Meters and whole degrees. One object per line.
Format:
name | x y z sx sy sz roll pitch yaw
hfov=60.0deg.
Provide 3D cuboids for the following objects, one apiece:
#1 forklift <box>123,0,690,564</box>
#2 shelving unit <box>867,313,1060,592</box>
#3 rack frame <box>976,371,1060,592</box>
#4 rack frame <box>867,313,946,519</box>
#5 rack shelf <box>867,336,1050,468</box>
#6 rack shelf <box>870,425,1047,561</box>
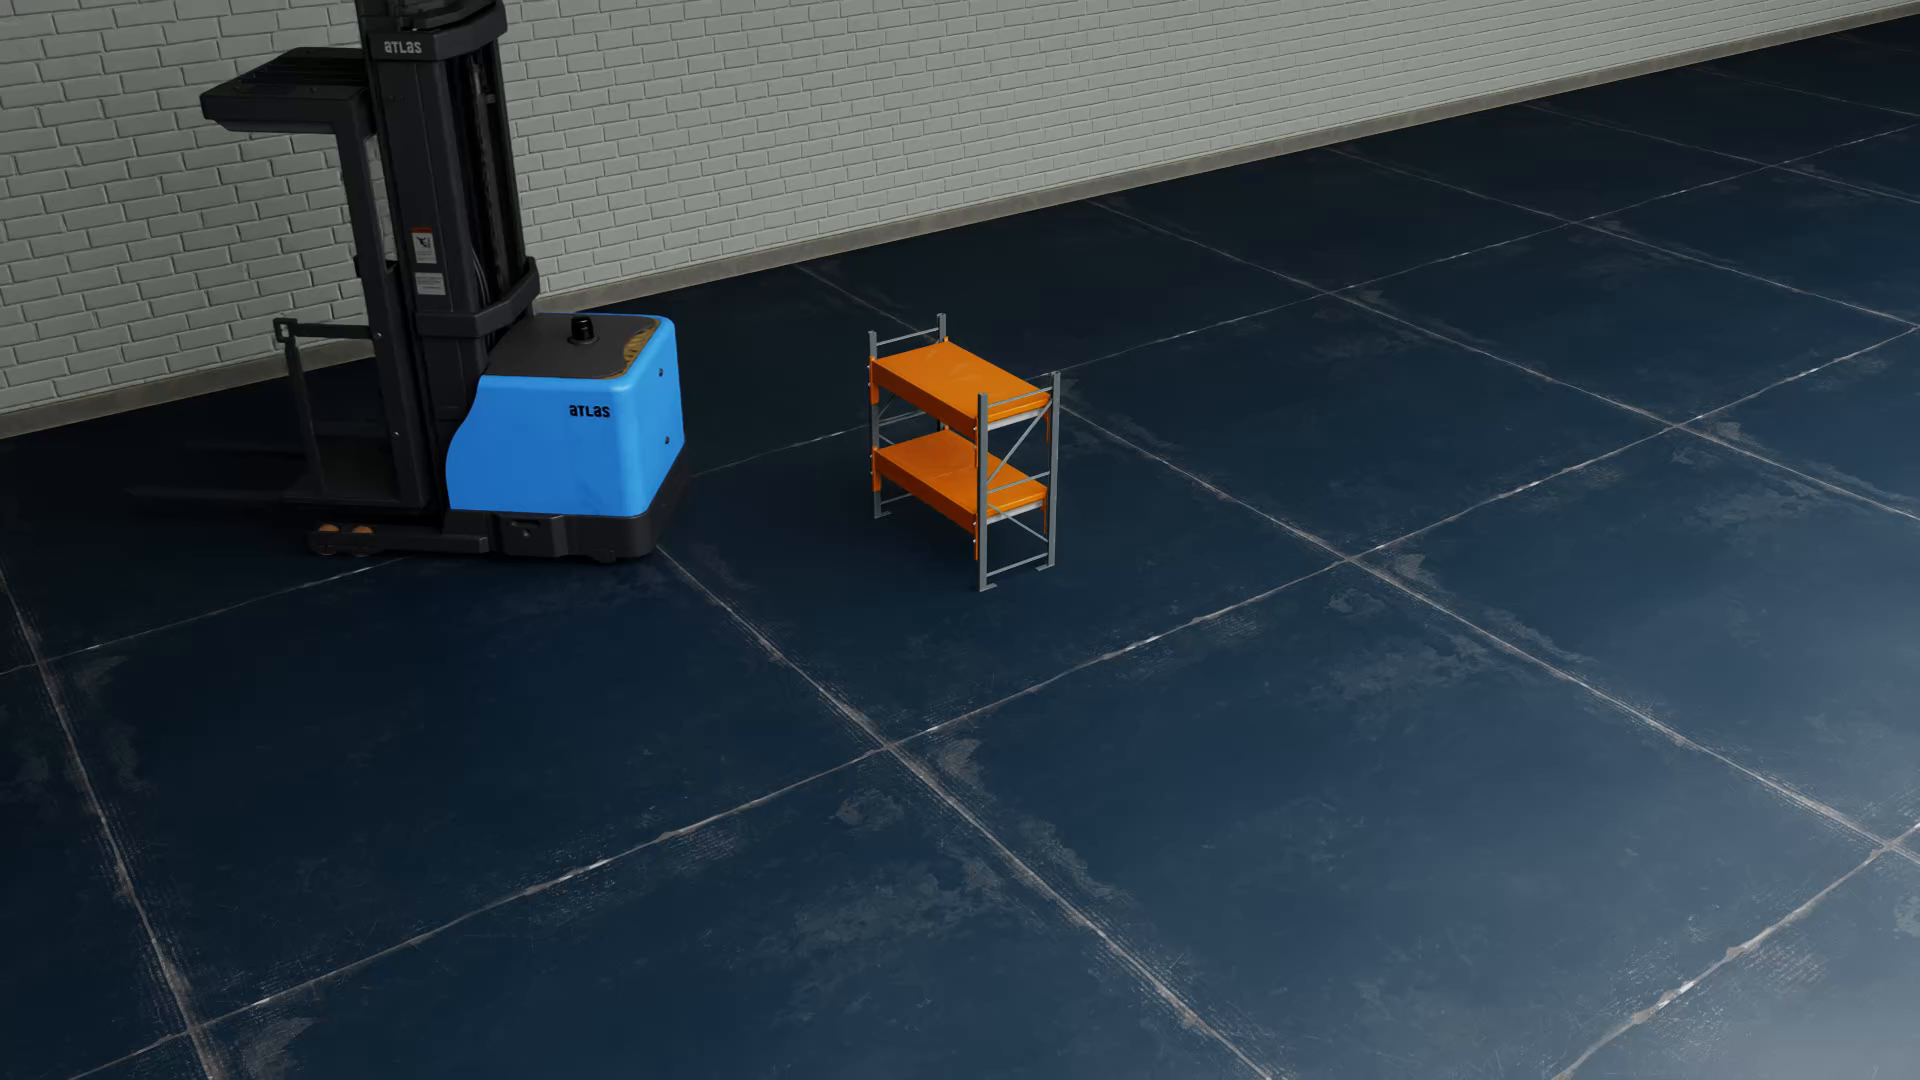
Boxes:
forklift | -3.130 -1.443 8.836 3.031 2.935 1.130 3 29 5
shelving unit | 0.004 -0.492 8.977 0.538 1.125 1.048 -19 34 -31
rack frame | 0.299 -0.294 8.613 0.500 1.125 0.032 -19 34 -31
rack frame | -0.291 -0.689 9.341 0.500 1.125 0.032 -19 34 -31
rack shelf | 0.004 -0.749 8.837 0.538 0.278 1.000 -19 34 -31
rack shelf | 0.004 -0.277 9.093 0.538 0.278 1.000 -19 34 -31
